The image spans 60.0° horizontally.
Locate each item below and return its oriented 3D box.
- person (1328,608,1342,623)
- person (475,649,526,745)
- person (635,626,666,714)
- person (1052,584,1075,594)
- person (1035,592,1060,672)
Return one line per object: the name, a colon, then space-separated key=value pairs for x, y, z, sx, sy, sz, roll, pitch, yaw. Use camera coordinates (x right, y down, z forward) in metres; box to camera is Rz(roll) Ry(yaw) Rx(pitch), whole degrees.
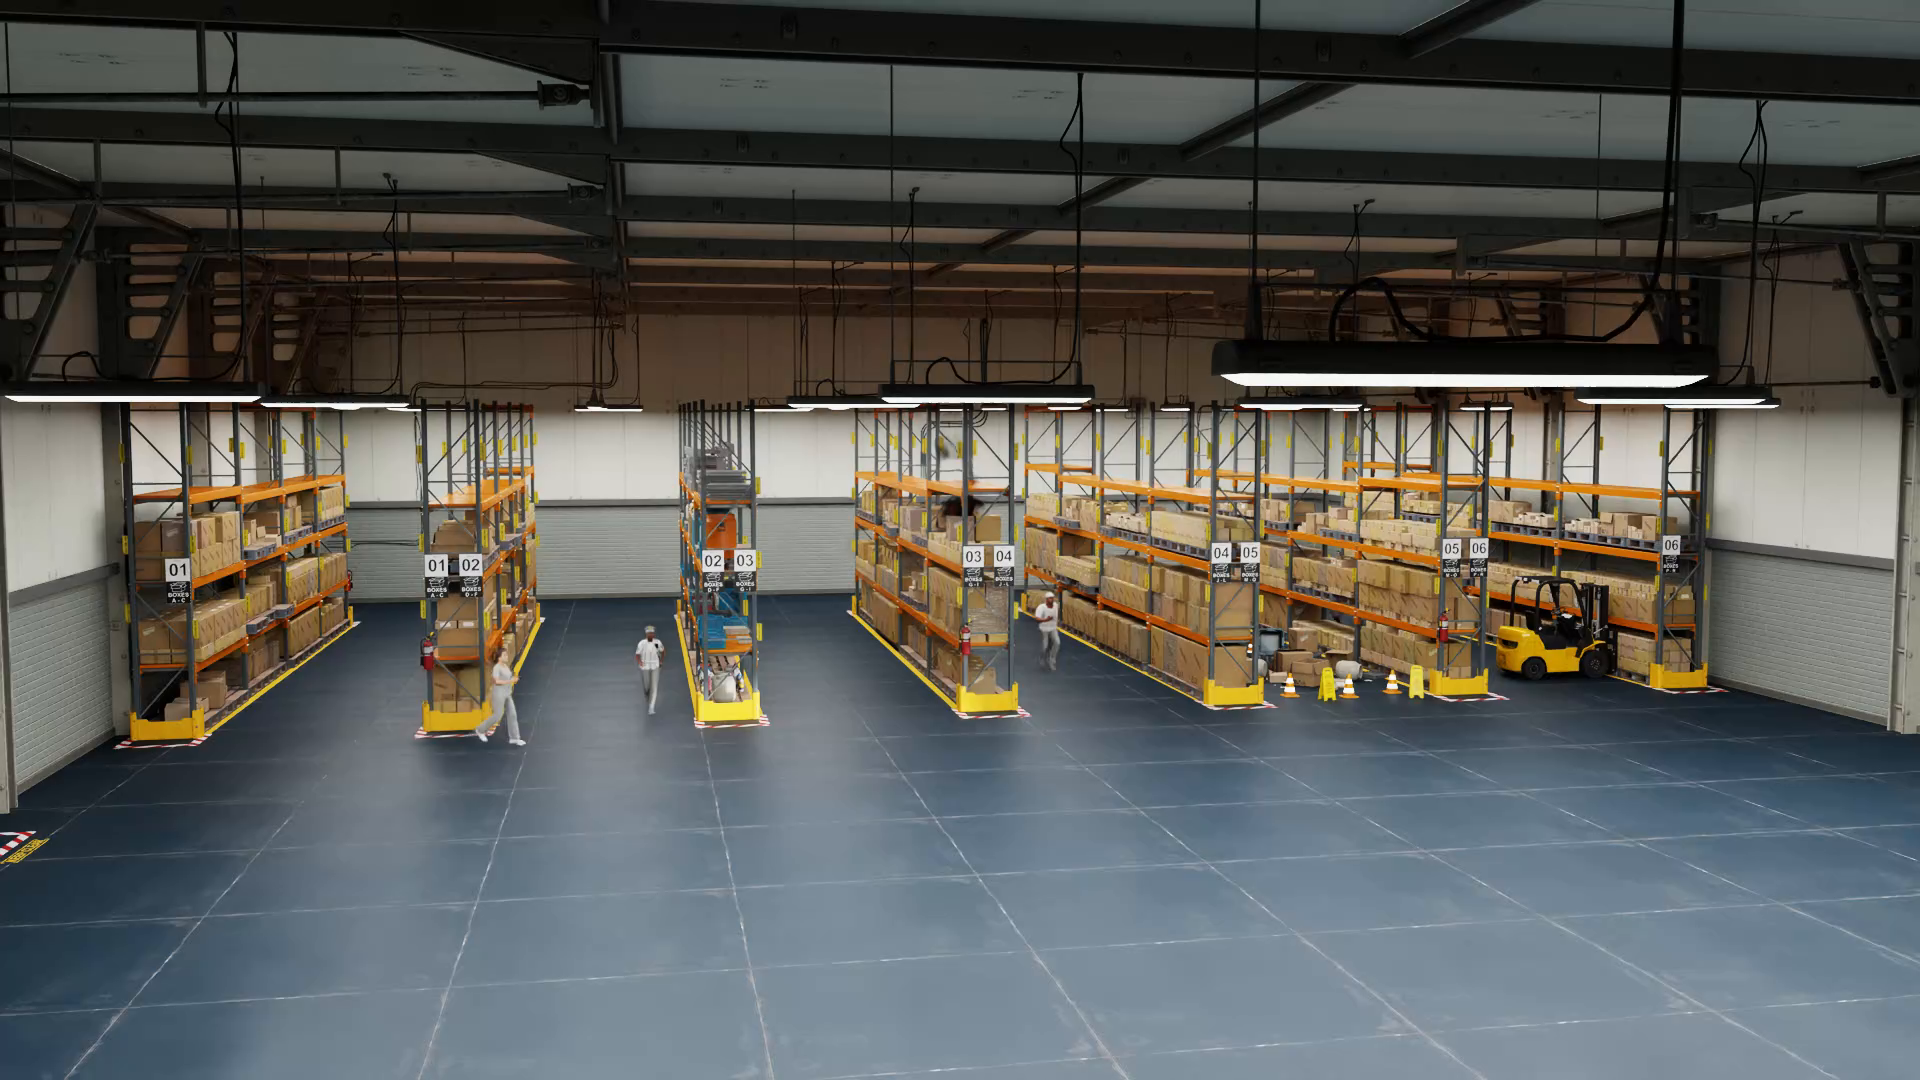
person: x=10.112 y=1.524 z=44.554 sx=0.648 sy=1.692 sz=0.606 roll=-1 pitch=5 yaw=-19
person: x=-7.941 y=2.701 z=28.702 sx=0.922 sy=1.665 sz=0.576 roll=1 pitch=4 yaw=12
person: x=-5.975 y=2.489 z=32.131 sx=0.587 sy=1.698 sz=0.755 roll=-1 pitch=4 yaw=-12
person: x=3.049 y=1.142 z=49.595 sx=0.851 sy=1.770 sz=0.760 roll=1 pitch=4 yaw=13
person: x=1.971 y=2.039 z=37.286 sx=0.728 sy=1.793 sz=0.839 roll=-2 pitch=5 yaw=-26
